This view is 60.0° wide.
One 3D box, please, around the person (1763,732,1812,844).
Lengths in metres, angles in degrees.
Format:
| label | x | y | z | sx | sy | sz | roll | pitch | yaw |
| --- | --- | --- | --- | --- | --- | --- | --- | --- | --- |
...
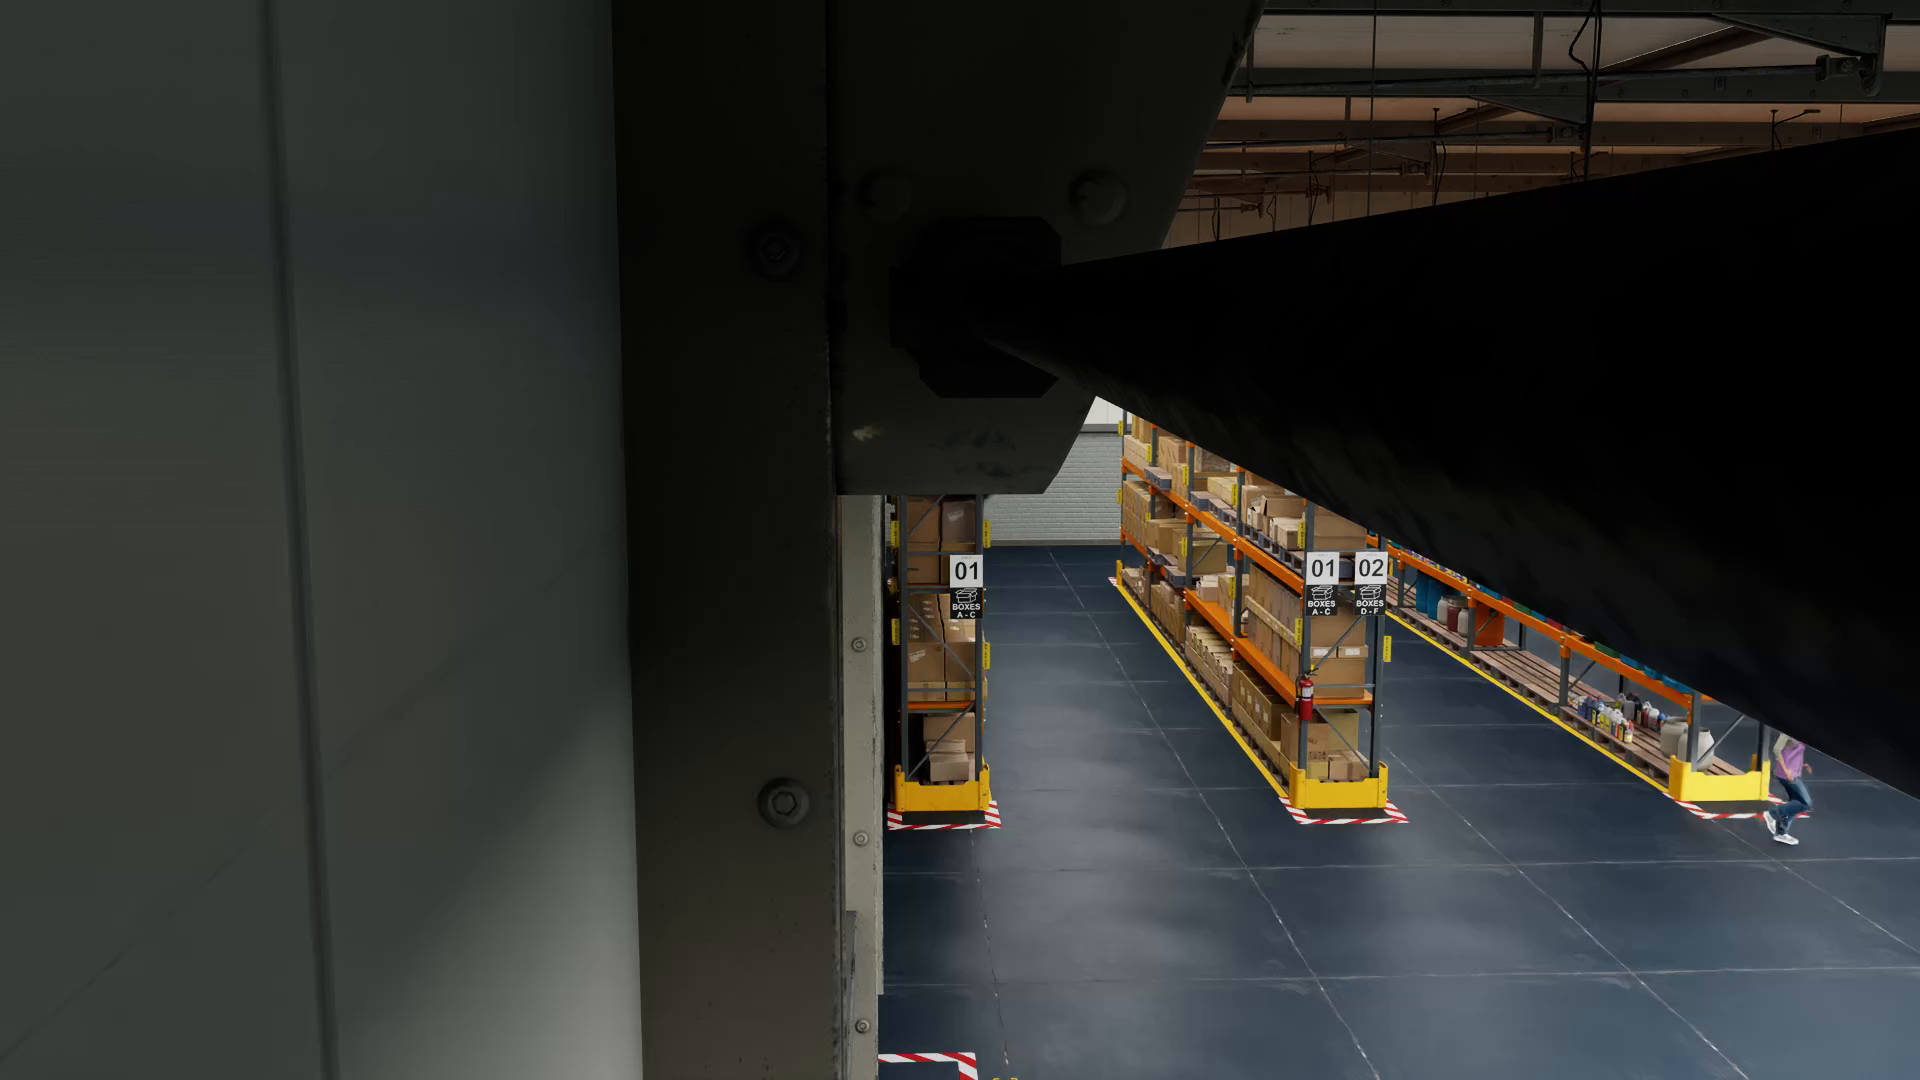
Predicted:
| label | x | y | z | sx | sy | sz | roll | pitch | yaw |
| --- | --- | --- | --- | --- | --- | --- | --- | --- | --- |
| person | 9.655 | 2.744 | 19.353 | 0.493 | 1.537 | 0.590 | 4 | 9 | 25 |
